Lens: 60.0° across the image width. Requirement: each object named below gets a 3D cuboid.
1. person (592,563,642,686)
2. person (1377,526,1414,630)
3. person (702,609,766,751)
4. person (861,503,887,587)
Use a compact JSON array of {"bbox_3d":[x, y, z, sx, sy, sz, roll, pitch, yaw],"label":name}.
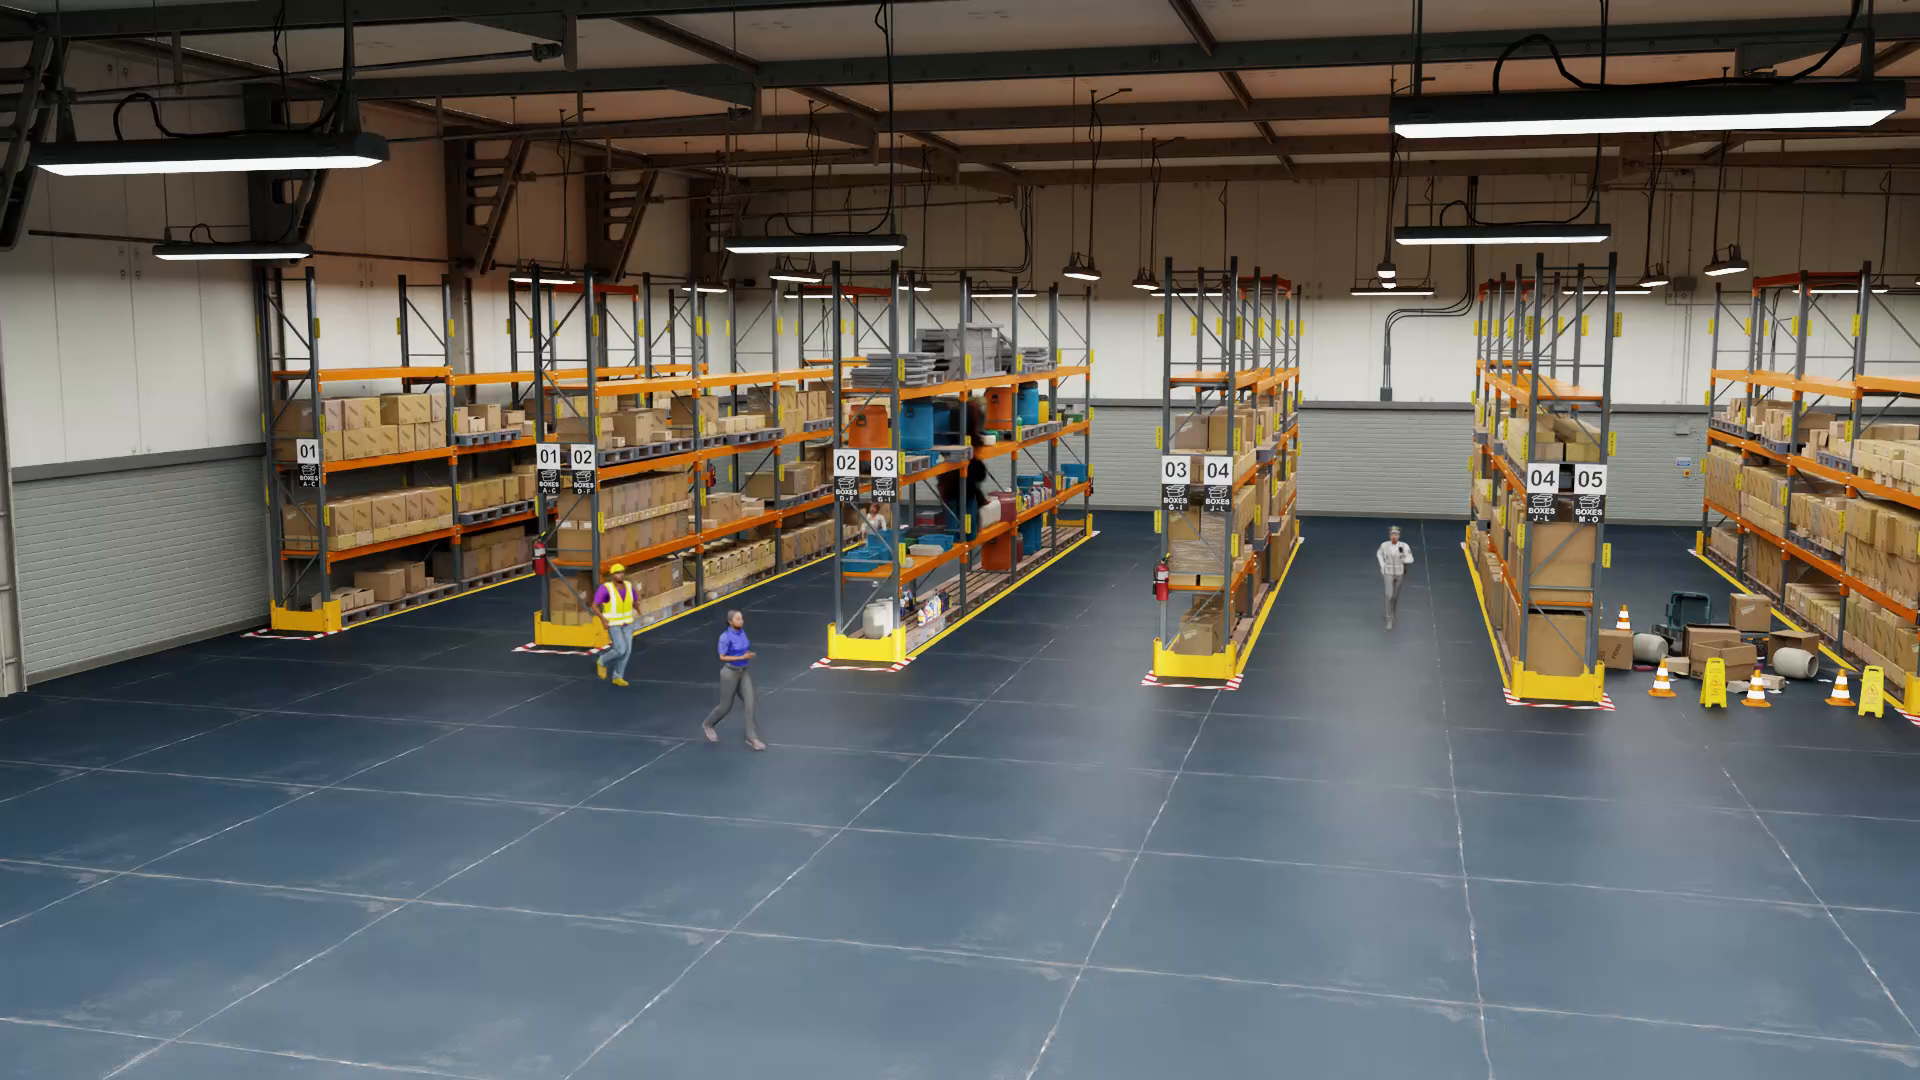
[{"bbox_3d":[-4.802,1.185,23.442,0.622,1.733,0.688,7,10,45],"label":"person"},{"bbox_3d":[7.336,0.622,28.045,0.584,1.754,0.775,1,7,10],"label":"person"},{"bbox_3d":[-2.712,1.647,19.880,0.901,1.663,0.604,5,9,33],"label":"person"},{"bbox_3d":[-1.597,0.088,30.382,0.525,1.585,0.557,1,7,11],"label":"person"}]
